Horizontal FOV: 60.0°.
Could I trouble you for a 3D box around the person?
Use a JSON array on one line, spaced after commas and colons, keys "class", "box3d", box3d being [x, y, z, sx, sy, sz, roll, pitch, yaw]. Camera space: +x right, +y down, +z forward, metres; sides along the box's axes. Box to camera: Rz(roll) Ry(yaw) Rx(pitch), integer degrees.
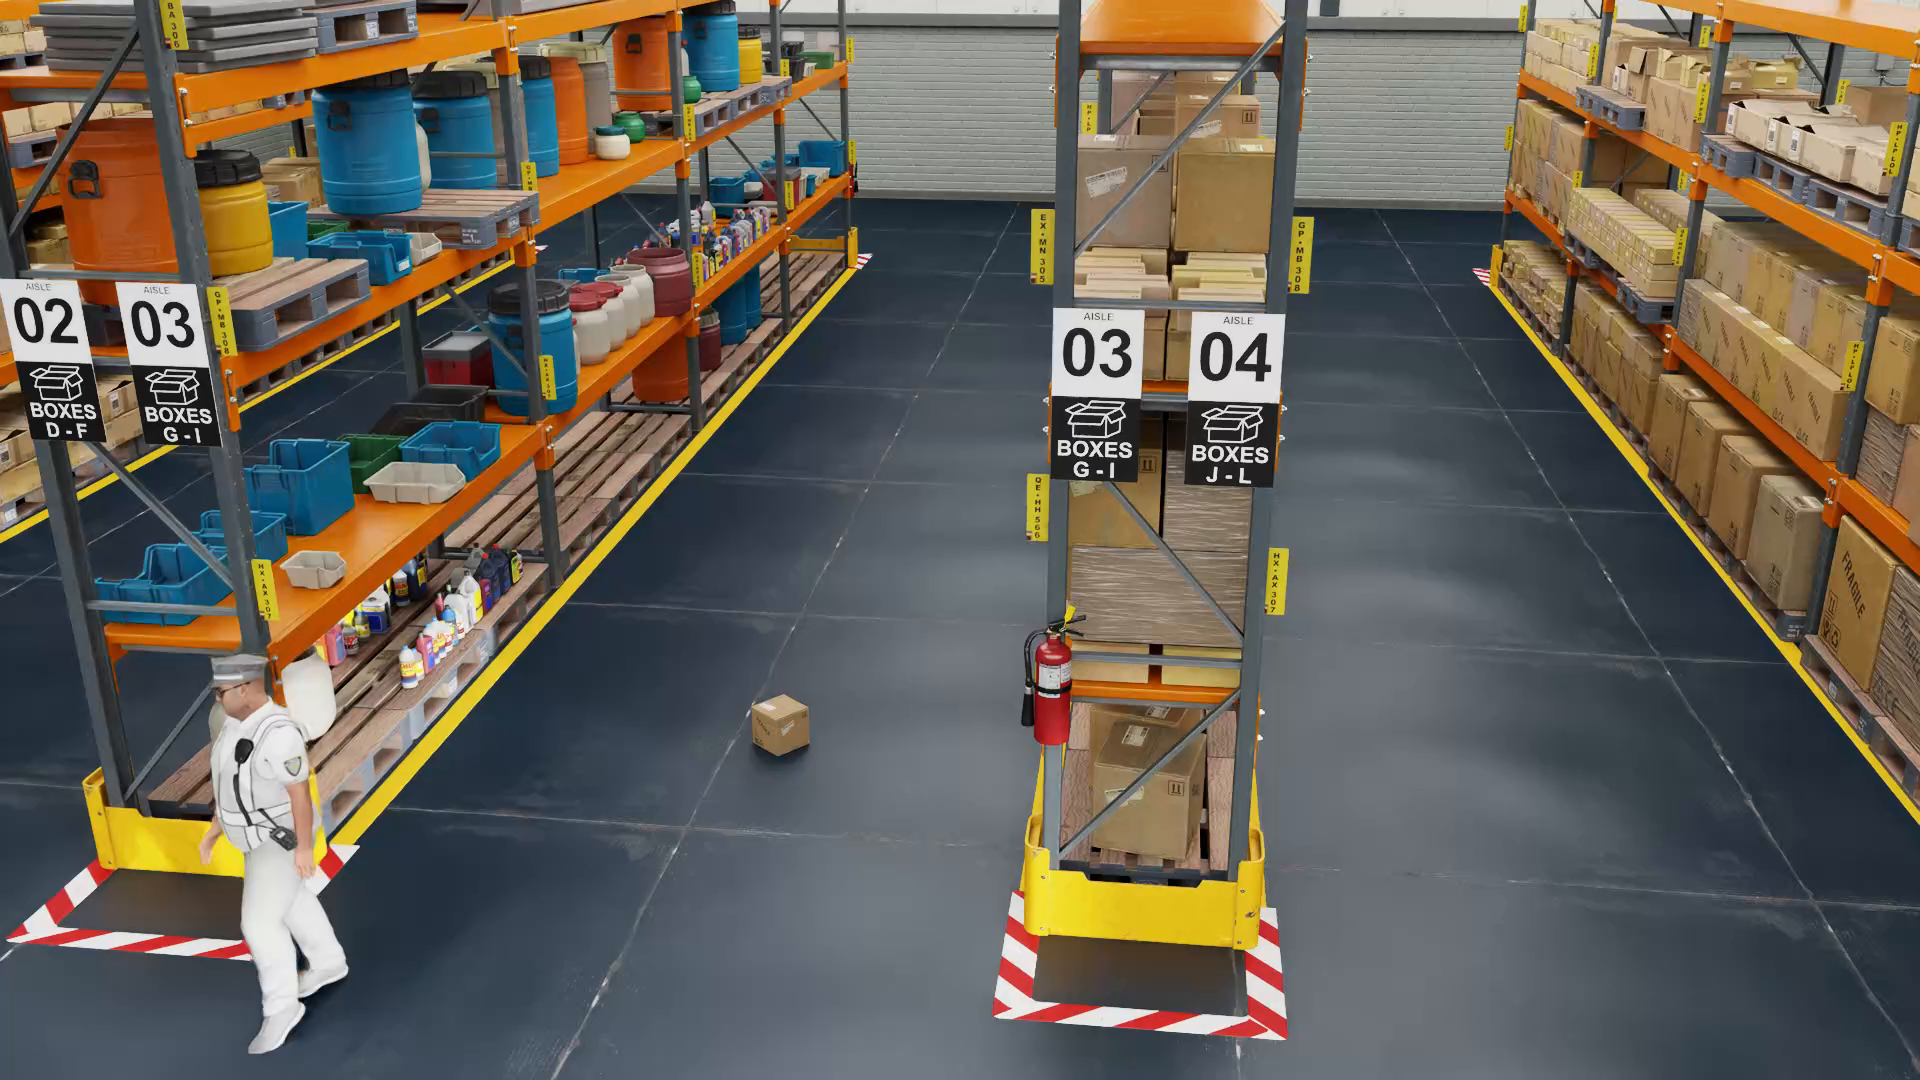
[{"class": "person", "box3d": [-3.167, 1.393, 7.536, 0.595, 1.796, 0.588, -19, 28, -40]}]
